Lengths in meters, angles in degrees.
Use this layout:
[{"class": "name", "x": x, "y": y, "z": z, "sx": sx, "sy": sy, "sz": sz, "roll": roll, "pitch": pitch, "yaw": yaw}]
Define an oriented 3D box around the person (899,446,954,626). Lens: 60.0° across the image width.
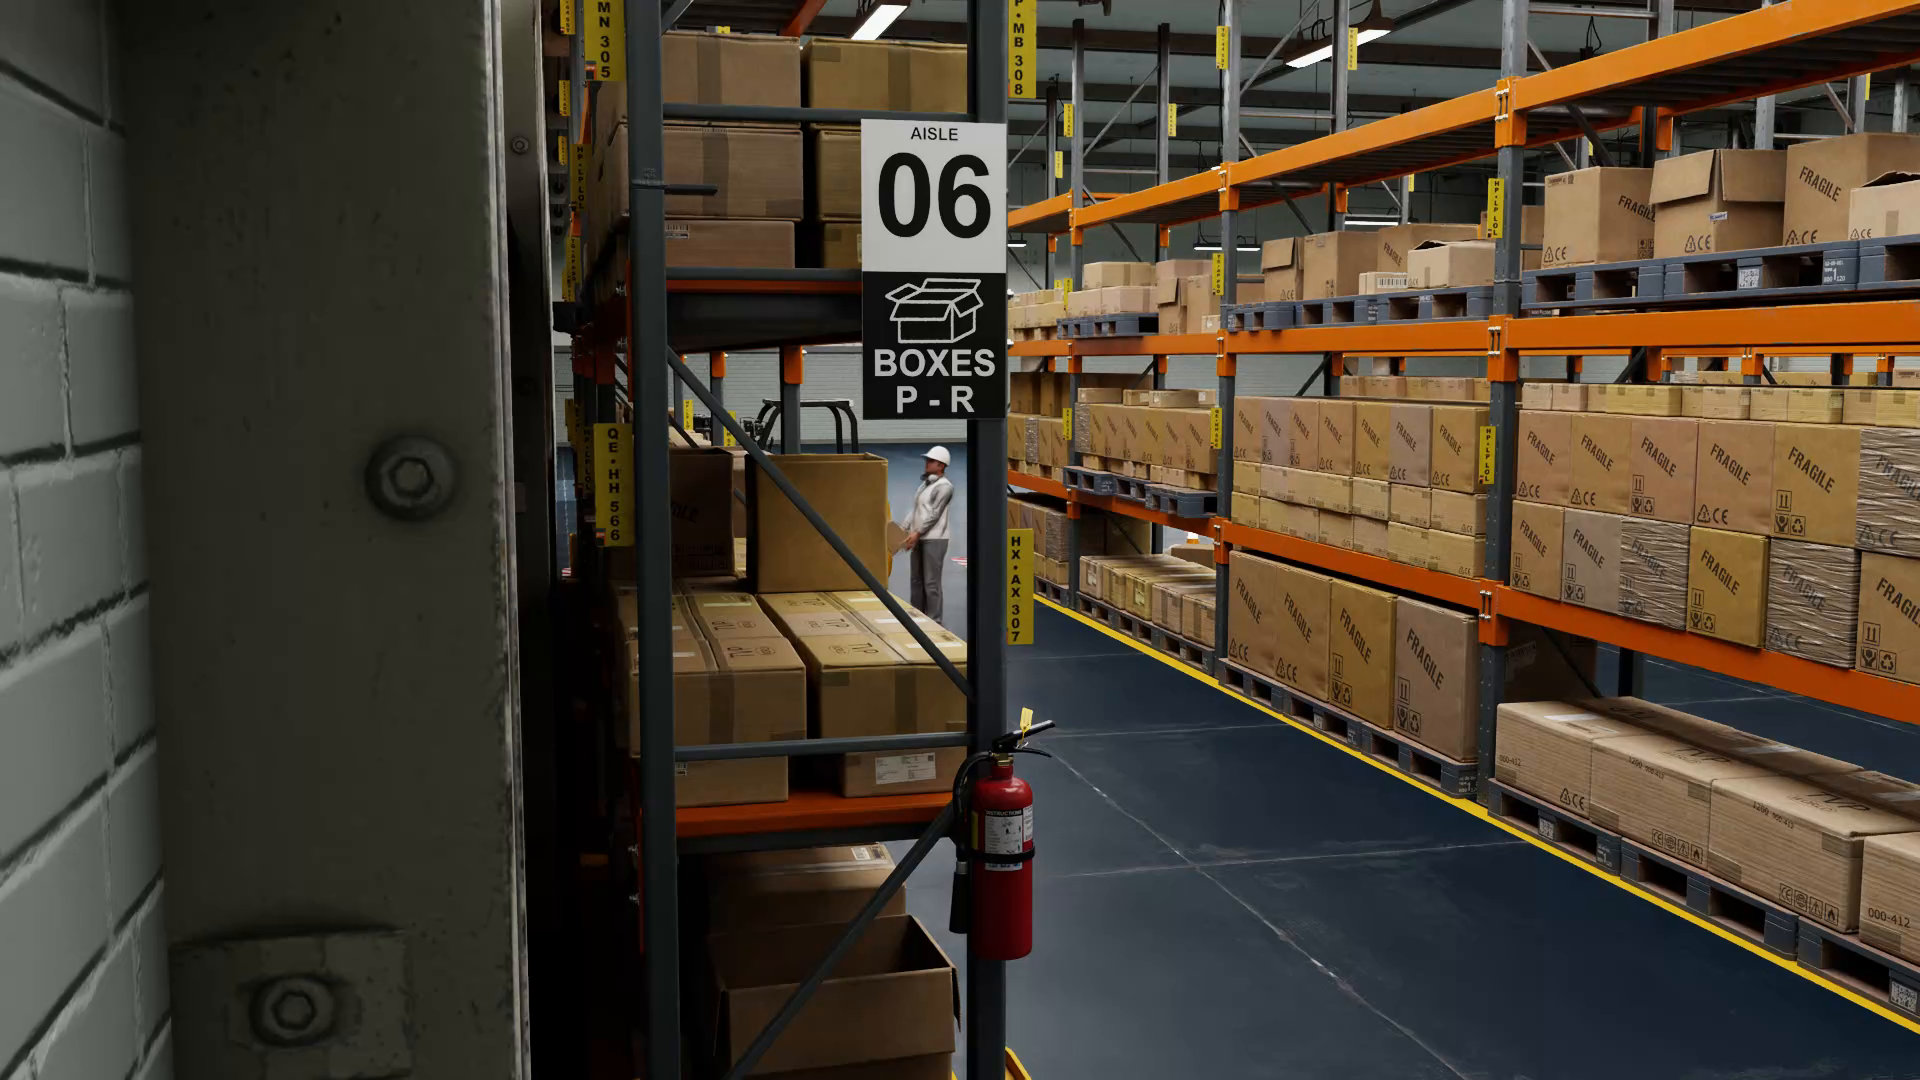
[{"class": "person", "x": -0.352, "y": -0.001, "z": 15.806, "sx": 0.521, "sy": 1.777, "sz": 0.557, "roll": -3, "pitch": 7, "yaw": -27}]
